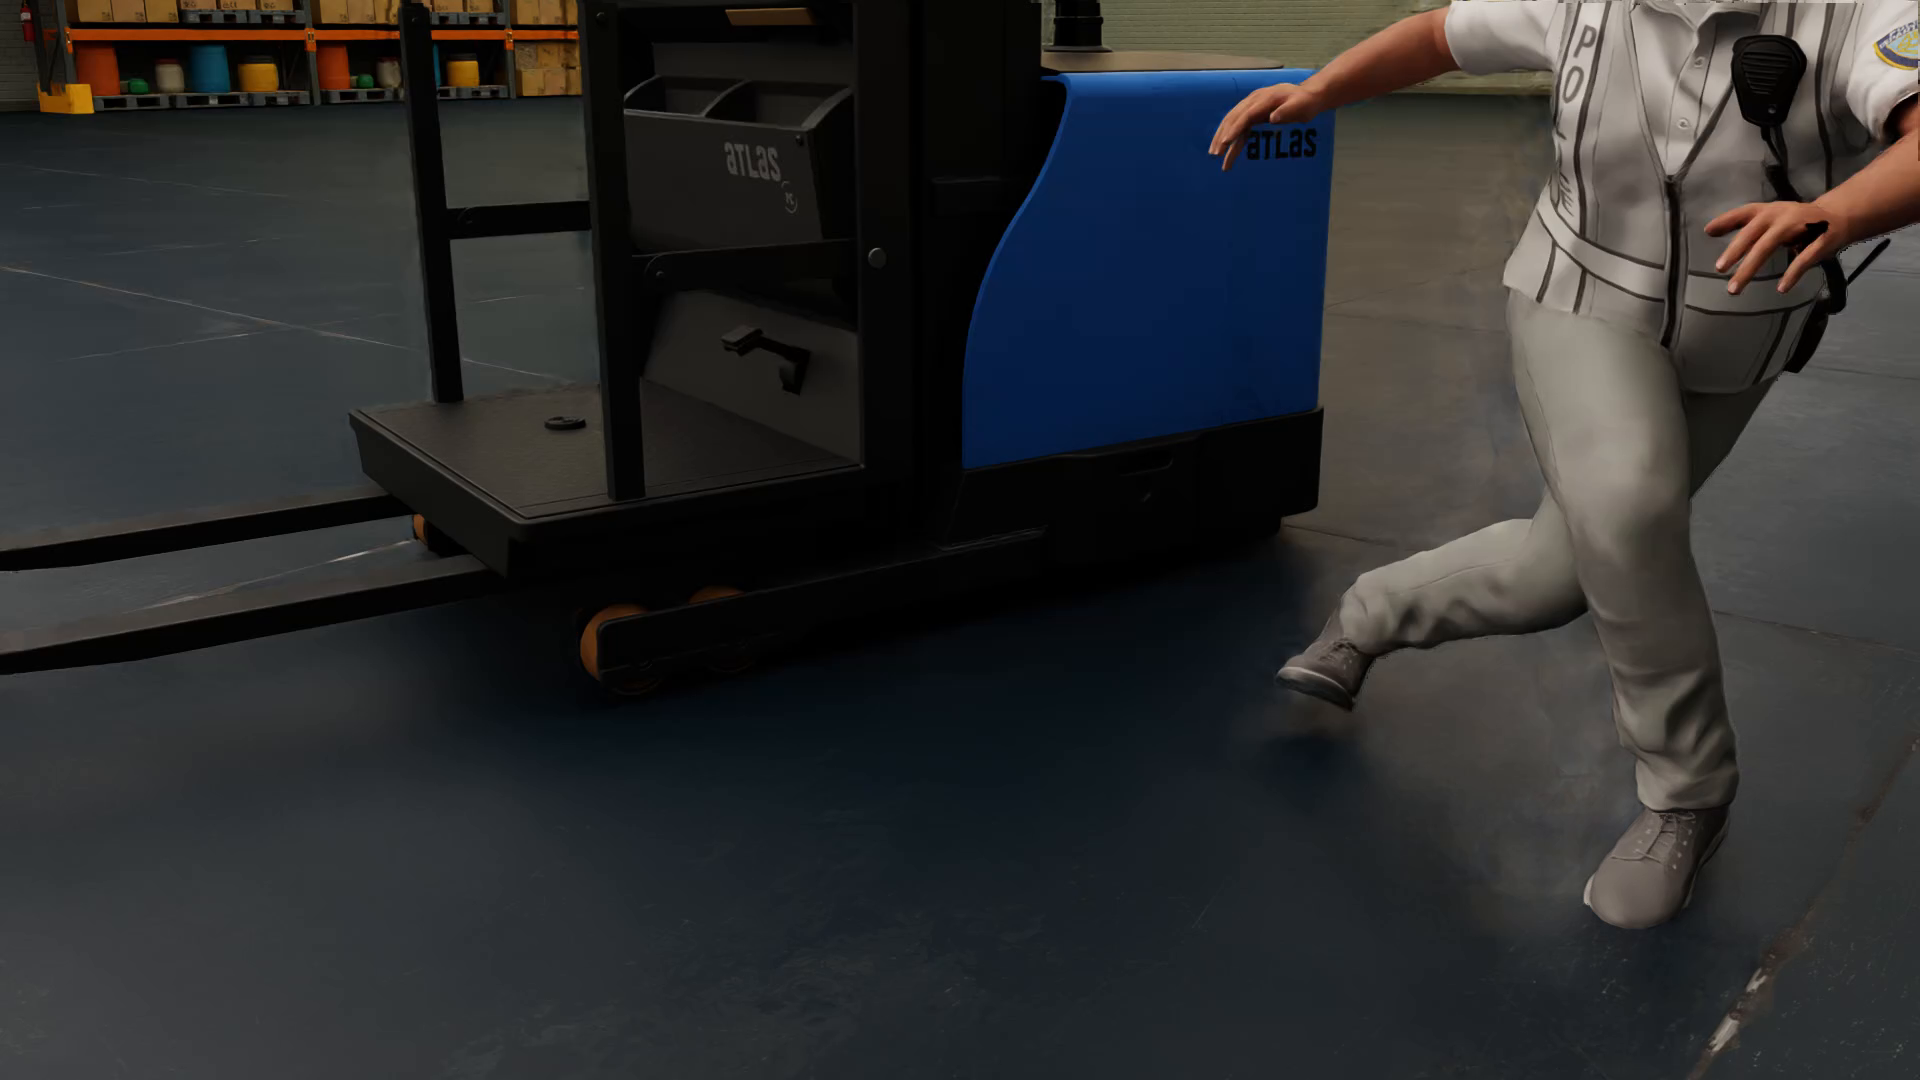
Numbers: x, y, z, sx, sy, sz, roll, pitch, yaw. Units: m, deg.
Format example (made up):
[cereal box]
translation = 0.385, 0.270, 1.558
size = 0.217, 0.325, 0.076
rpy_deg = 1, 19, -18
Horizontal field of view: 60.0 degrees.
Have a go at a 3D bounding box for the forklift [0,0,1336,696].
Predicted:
[forklift]
translation = -0.650, -1.294, 3.159
size = 3.031, 2.935, 1.130
rpy_deg = -11, 20, -33

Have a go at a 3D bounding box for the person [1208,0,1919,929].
[person]
translation = 0.798, -0.271, 2.288
size = 0.950, 1.556, 1.099
rpy_deg = 4, 17, 14
